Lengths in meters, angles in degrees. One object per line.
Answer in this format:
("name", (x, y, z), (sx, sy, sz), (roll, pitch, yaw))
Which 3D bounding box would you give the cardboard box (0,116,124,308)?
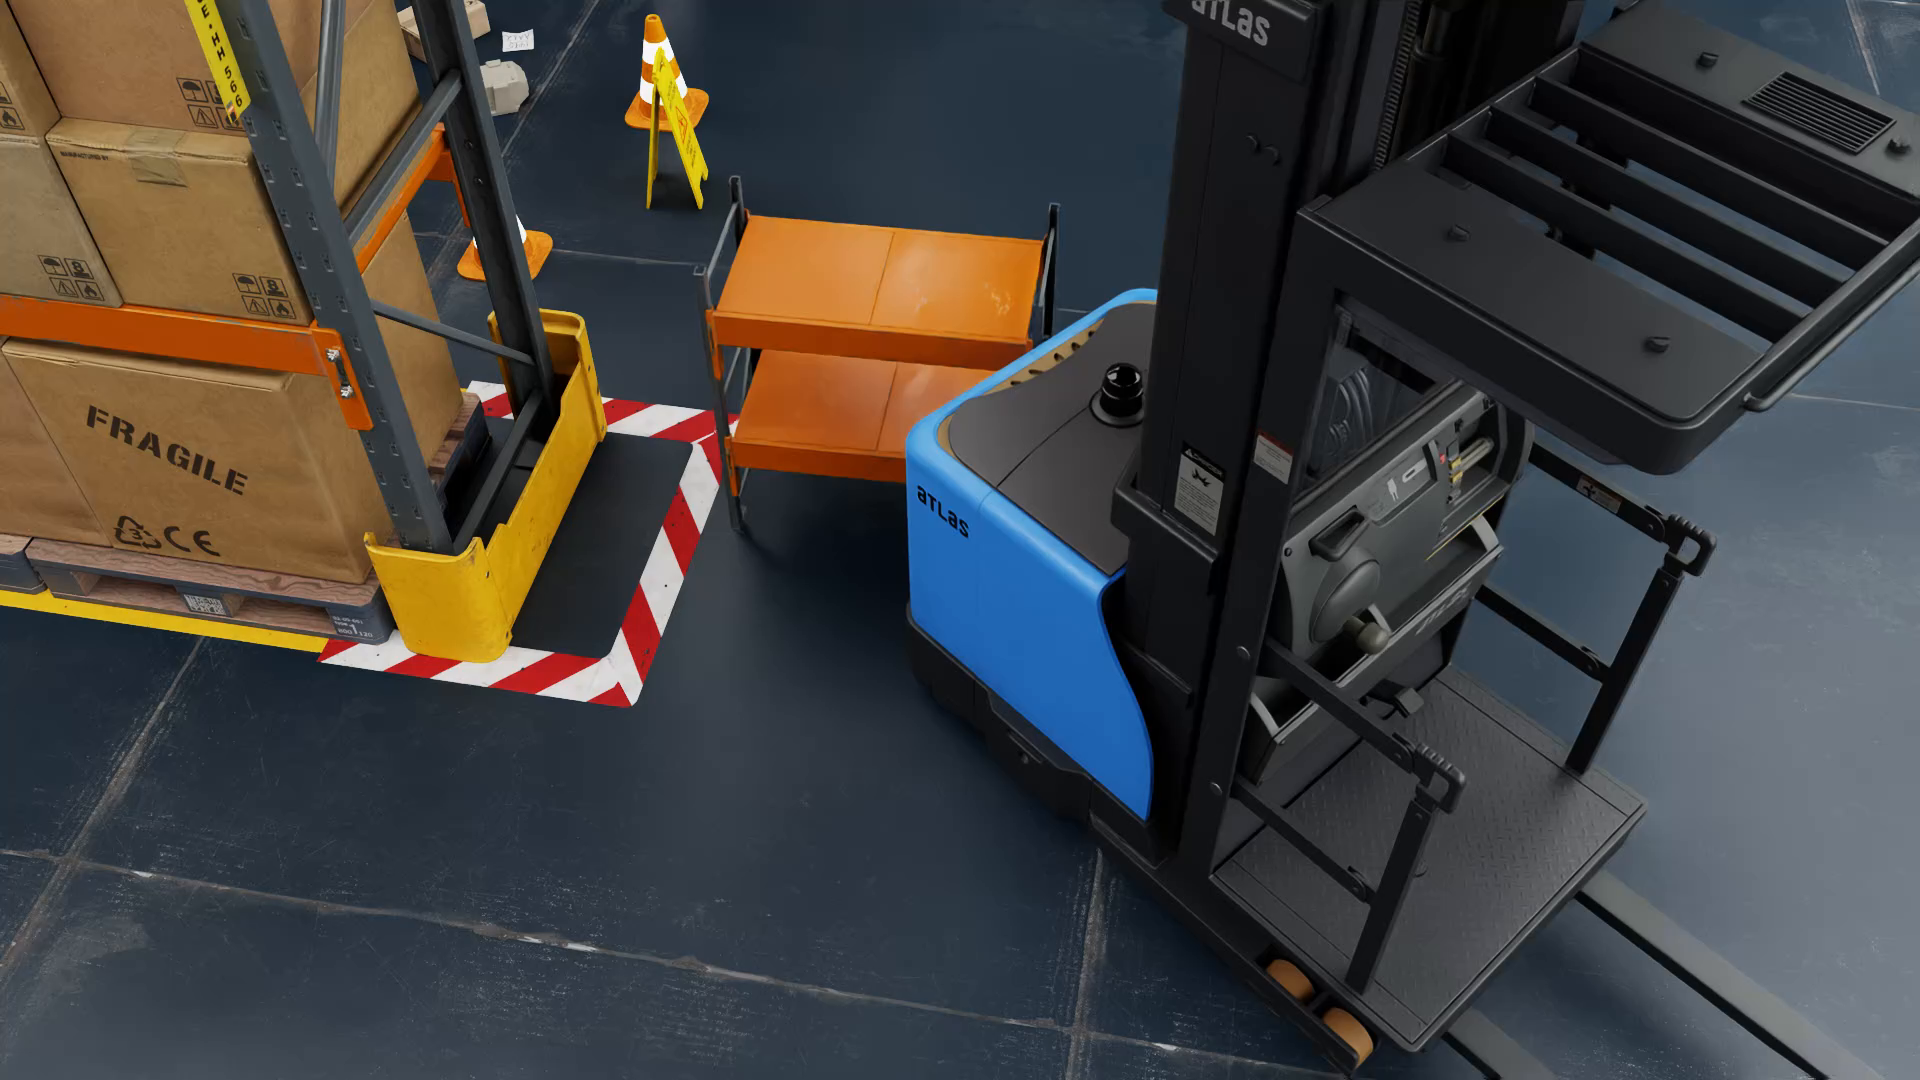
("cardboard box", (-2.502, -1.171, 4.685), (0.550, 0.550, 0.875), (8, 49, 7))

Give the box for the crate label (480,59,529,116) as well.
("crate label", (-2.103, -2.042, 7.493), (0.298, 0.136, 0.250), (-15, 50, -13))

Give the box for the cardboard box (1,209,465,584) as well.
("cardboard box", (-2.263, -0.520, 5.347), (0.875, 0.875, 0.875), (8, 49, 7))

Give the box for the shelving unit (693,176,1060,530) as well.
("shelving unit", (-0.242, -0.543, 5.482), (1.048, 1.125, 0.538), (6, 48, 5))

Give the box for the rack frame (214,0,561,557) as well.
("rack frame", (-1.584, -1.048, 4.676), (0.127, 3.000, 1.000), (8, 49, 7))

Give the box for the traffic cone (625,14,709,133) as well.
("traffic cone", (-1.318, -2.092, 7.319), (0.334, 0.463, 0.336), (8, 49, 7))

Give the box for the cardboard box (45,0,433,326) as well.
("cardboard box", (-1.957, -1.115, 4.634), (0.550, 0.550, 0.875), (8, 49, 7))

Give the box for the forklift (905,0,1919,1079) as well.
("forklift", (1.198, 0.003, 3.777), (1.130, 2.935, 3.031), (-34, 57, -27))

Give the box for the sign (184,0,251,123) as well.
("sign", (-1.694, -1.119, 3.801), (0.005, 0.325, 0.100), (8, 49, 7))

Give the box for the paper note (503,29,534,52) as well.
("paper note", (-2.087, -2.361, 7.851), (0.142, 0.019, 0.148), (-7, 48, -7))

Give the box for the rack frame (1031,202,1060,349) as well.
("rack frame", (0.262, -0.491, 5.435), (0.032, 1.125, 0.500), (6, 48, 5))

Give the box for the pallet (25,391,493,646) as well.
("pallet", (-2.385, -0.165, 5.756), (1.213, 0.211, 1.003), (8, 49, 7))

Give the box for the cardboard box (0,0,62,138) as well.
("cardboard box", (-2.500, -1.542, 4.292), (0.550, 0.550, 0.875), (8, 49, 7))

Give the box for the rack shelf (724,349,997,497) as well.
("rack shelf", (-0.242, -0.379, 5.663), (1.000, 0.278, 0.538), (6, 48, 5))

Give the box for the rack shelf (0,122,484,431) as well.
("rack shelf", (-3.552, -1.073, 5.181), (4.000, 0.370, 1.077), (8, 49, 7))

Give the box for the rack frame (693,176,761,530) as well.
("rack frame", (-0.745, -0.595, 5.529), (0.032, 1.125, 0.500), (6, 48, 5))

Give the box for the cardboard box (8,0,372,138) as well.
("cardboard box", (-1.942, -1.537, 4.288), (0.550, 0.550, 0.875), (8, 49, 7))

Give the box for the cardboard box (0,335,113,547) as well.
("cardboard box", (-3.129, -0.635, 5.450), (0.875, 0.875, 0.875), (7, 48, 6))

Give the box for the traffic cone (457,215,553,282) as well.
("traffic cone", (-1.854, -1.310, 6.616), (0.334, 0.463, 0.336), (8, 49, 7))

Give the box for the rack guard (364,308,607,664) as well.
("rack guard", (-1.560, -0.210, 5.602), (0.348, 0.500, 1.175), (8, 49, 7))

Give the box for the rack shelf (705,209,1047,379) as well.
("rack shelf", (-0.242, -0.738, 5.264), (1.000, 0.278, 0.538), (6, 48, 5))

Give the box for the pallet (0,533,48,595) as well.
("pallet", (-3.582, -0.328, 5.903), (1.213, 0.211, 1.003), (8, 49, 7))

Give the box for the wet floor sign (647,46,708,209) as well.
("wet floor sign", (-1.203, -1.707, 6.850), (0.232, 0.644, 0.267), (0, 48, 0))

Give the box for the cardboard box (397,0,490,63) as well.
("cardboard box", (-2.451, -2.427, 7.831), (0.250, 0.149, 0.380), (32, 56, 26))
